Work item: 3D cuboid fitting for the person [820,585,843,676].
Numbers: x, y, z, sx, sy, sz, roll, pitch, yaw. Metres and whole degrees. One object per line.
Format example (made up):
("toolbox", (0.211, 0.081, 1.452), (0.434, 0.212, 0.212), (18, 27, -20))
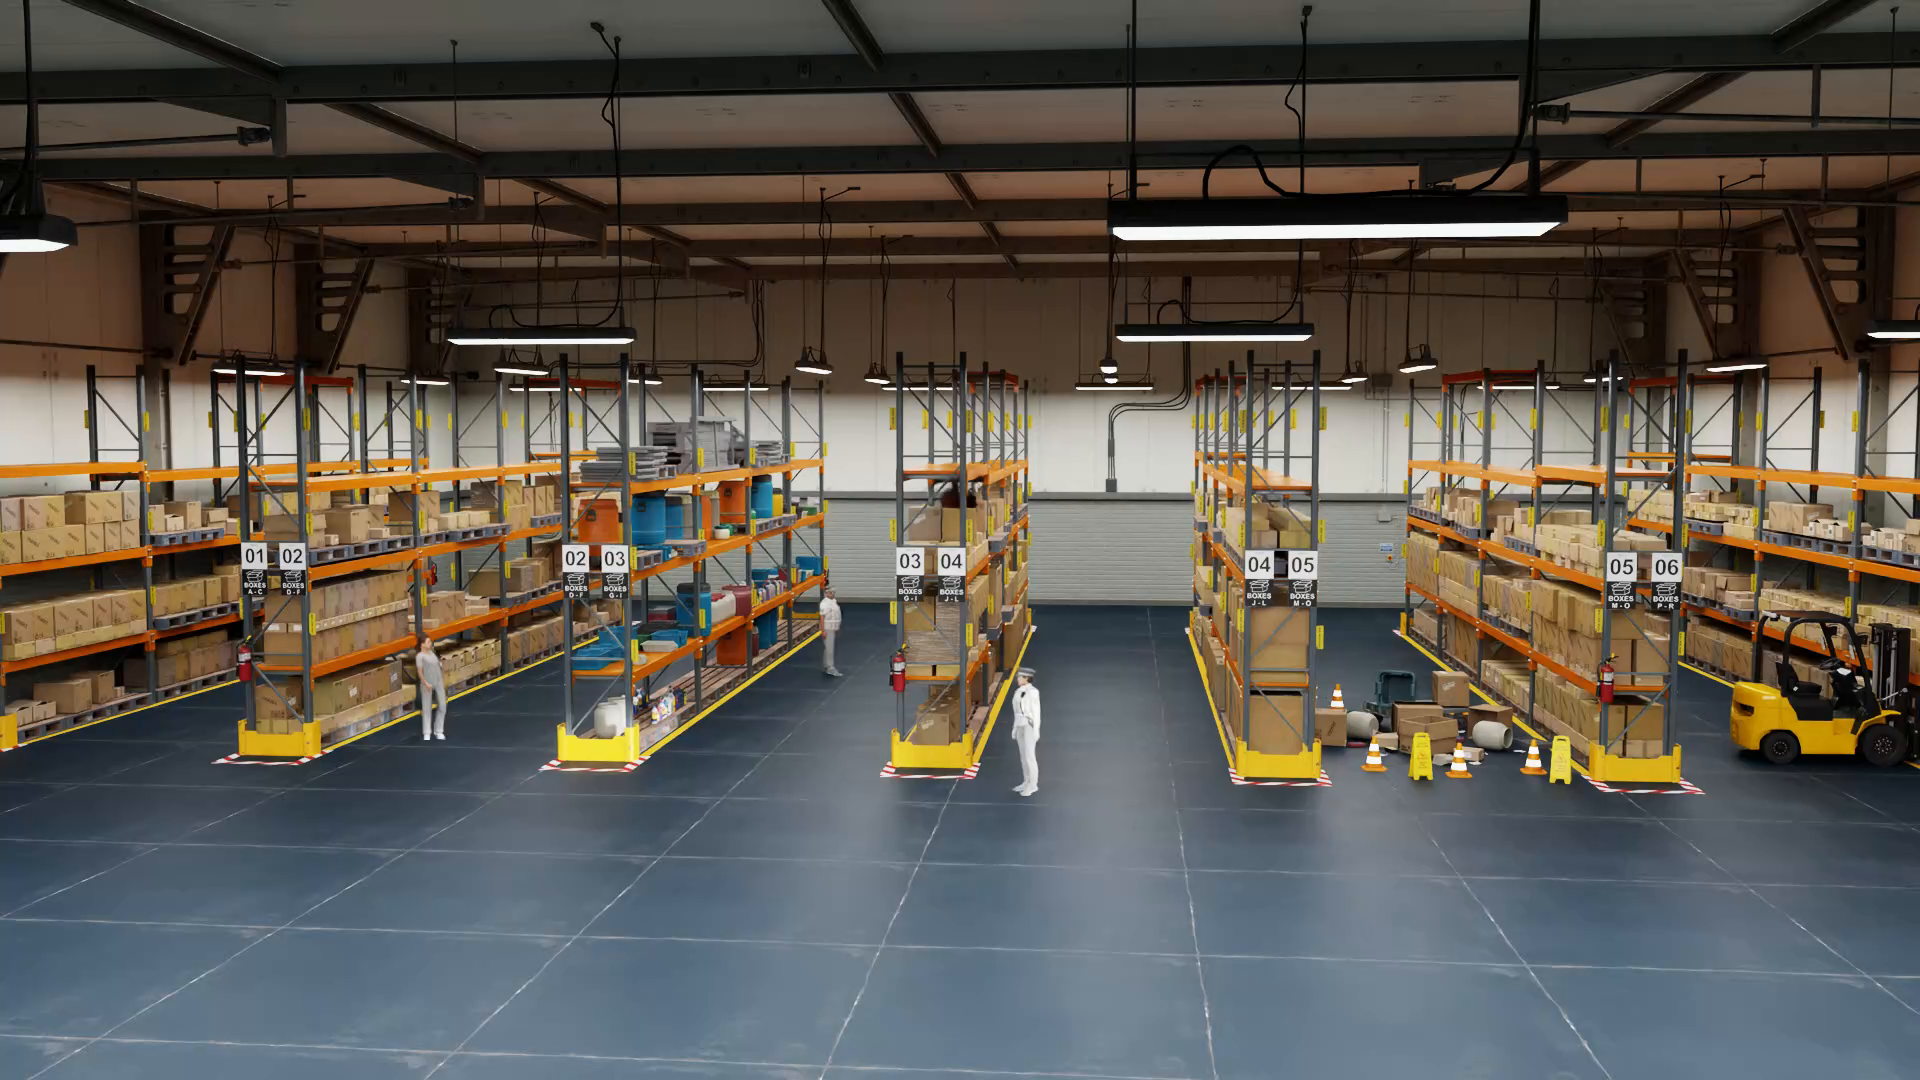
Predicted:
("person", (-2.513, 1.783, 33.018), (0.528, 1.797, 0.576), (1, 4, 19))

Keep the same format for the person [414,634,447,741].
("person", (-8.309, 2.324, 26.117), (0.472, 1.682, 0.592), (-3, 5, -39))

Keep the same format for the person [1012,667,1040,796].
("person", (0.870, 2.575, 22.525), (0.374, 1.713, 0.543), (-2, 5, -27))

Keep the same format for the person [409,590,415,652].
("person", (-11.205, 1.851, 34.244), (0.554, 1.491, 0.648), (1, 4, 8))
